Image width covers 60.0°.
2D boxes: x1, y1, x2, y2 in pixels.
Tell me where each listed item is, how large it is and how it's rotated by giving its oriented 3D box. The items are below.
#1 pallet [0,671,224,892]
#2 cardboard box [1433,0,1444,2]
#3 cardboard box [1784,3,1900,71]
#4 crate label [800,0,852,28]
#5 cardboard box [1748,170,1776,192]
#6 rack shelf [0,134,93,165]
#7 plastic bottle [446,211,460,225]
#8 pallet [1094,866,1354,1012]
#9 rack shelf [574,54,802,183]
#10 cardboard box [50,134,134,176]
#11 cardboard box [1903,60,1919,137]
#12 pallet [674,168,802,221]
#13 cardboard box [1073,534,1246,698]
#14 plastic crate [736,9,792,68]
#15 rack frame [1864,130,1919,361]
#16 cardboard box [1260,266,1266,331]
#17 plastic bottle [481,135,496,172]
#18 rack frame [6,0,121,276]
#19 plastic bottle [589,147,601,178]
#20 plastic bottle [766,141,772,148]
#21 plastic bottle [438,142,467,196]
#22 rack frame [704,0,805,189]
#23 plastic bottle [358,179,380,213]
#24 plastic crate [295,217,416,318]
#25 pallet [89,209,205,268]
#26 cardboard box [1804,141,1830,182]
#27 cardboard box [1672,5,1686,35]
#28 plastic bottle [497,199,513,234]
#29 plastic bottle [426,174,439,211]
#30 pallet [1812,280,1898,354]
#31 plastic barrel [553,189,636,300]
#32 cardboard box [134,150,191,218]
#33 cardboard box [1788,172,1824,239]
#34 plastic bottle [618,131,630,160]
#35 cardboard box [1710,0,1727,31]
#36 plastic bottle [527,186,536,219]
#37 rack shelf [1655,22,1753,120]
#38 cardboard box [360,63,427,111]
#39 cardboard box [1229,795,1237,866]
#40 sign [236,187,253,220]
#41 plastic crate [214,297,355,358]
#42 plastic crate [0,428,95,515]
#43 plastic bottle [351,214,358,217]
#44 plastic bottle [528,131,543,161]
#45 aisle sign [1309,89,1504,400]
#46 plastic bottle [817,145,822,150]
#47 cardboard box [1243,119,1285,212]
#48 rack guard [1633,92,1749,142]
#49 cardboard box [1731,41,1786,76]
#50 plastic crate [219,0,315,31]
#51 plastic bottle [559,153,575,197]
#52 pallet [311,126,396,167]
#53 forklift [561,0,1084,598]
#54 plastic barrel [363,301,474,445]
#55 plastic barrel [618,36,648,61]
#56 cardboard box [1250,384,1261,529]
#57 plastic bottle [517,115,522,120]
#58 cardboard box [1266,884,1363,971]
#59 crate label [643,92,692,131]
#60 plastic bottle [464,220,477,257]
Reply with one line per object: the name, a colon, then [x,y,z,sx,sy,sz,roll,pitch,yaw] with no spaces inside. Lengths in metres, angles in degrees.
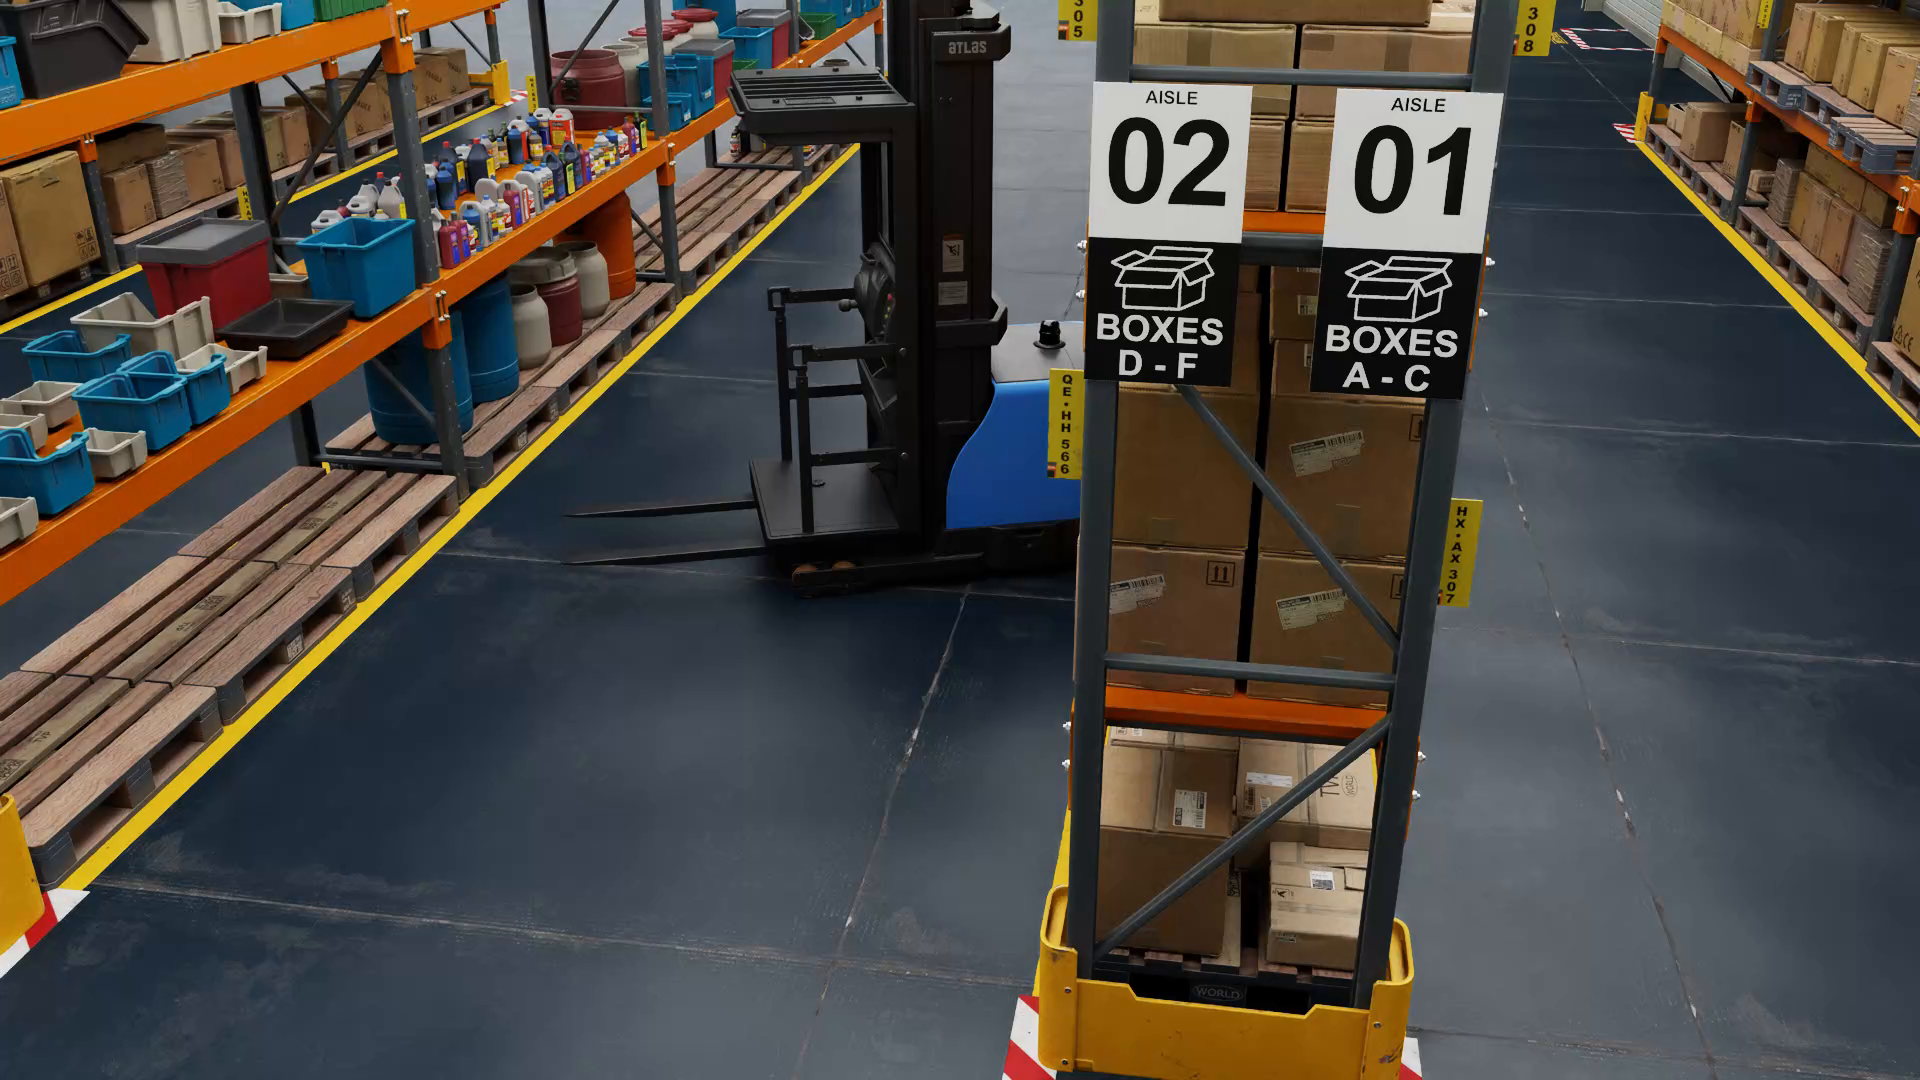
pallet: [-3.871,0.968,6.934,1.003,0.211,1.213,4,25,9]
cardboard box: [1.075,-1.884,4.902,0.700,0.500,0.500,4,25,9]
cardboard box: [7.574,-4.320,14.303,0.700,0.500,0.500,4,25,9]
crate label: [-1.463,-5.872,18.216,0.502,0.435,0.616,4,25,9]
cardboard box: [7.749,-3.427,15.857,0.380,0.166,0.250,1,25,2]
rack shelf: [-7.950,-2.480,11.858,1.077,0.370,4.000,4,25,9]
plastic bottle: [-3.005,-1.857,9.914,0.097,0.201,0.097,0,25,0]
pallet: [0.984,1.289,6.247,1.003,0.211,1.213,4,25,9]
rack shelf: [-2.409,-3.810,14.699,1.077,0.370,4.000,4,25,9]
cardboard box: [-7.543,-3.331,14.374,0.500,0.250,0.500,5,26,11]
cardboard box: [7.104,-3.054,11.600,0.700,0.500,0.500,1,25,2]
pallet: [-2.173,-3.378,16.217,1.003,0.211,1.213,4,25,9]
cardboard box: [0.647,0.140,5.294,0.500,0.500,0.500,5,26,10]
plastic crate: [-1.860,-4.777,15.842,0.402,0.464,0.583,4,25,9]
rack frame: [7.038,-2.613,11.293,1.000,3.000,0.127,4,25,9]
cardboard box: [1.505,-1.125,6.817,0.500,0.500,0.500,4,25,9]
plastic bottle: [-3.307,-2.690,11.610,0.097,0.271,0.097,0,25,0]
rack frame: [-7.623,-3.642,13.493,1.000,3.000,0.127,4,25,9]
plastic bottle: [-2.552,-2.622,11.549,0.097,0.201,0.097,0,25,0]
plastic bottle: [-2.080,-4.307,17.608,0.152,0.276,0.135,4,25,9]
plastic bottle: [-3.383,-2.472,11.050,0.144,0.351,0.185,4,25,9]
rack frame: [-2.083,-4.972,16.334,1.000,3.000,0.127,4,25,9]
plastic bottle: [-3.563,-2.011,10.066,0.144,0.351,0.185,4,25,9]
plastic crate: [-3.130,-1.427,8.709,0.392,0.384,0.575,4,25,9]
pallet: [-7.493,-2.706,14.782,1.003,0.211,1.213,4,25,9]
cardboard box: [7.519,-3.199,14.091,0.500,0.250,0.500,3,25,7]
cardboard box: [7.881,-5.499,17.614,0.500,0.250,0.500,3,25,7]
plastic bottle: [-2.801,-1.984,10.185,0.097,0.201,0.097,0,25,0]
plastic bottle: [-3.354,-2.174,10.508,0.097,0.271,0.097,0,25,0]
pallet: [7.167,-1.676,12.582,1.003,0.211,1.213,4,25,9]
plastic barrel: [-2.799,-2.300,12.691,0.600,0.830,0.708,4,25,9]
cardboard box: [-7.455,-3.224,15.029,0.700,0.500,0.500,2,25,4]
cardboard box: [7.552,-2.824,14.175,0.700,0.500,0.500,4,25,7]
plastic bottle: [-2.456,-2.867,12.071,0.097,0.201,0.097,0,25,0]
cardboard box: [7.632,-5.204,16.099,0.500,0.500,0.500,3,25,7]
plastic bottle: [-2.741,-2.137,10.512,0.097,0.201,0.097,0,25,0]
rack shelf: [8.018,-4.796,16.807,1.077,0.370,4.000,4,25,9]
cardboard box: [-6.619,-5.273,19.431,0.500,0.500,0.500,6,26,13]
cardboard box: [0.843,1.068,6.253,0.380,0.166,0.250,4,25,9]
sign: [-3.932,-1.790,9.210,0.100,0.325,0.005,4,25,9]
plastic crate: [-3.308,-1.042,8.191,0.437,0.125,0.590,4,25,9]
plastic crate: [-3.571,-0.260,6.394,0.416,0.233,0.300,4,25,9]
plastic bottle: [-3.571,-1.825,9.846,0.097,0.201,0.097,0,25,0]
plastic bottle: [-3.075,-2.856,12.048,0.097,0.201,0.097,0,25,0]
aisle sign: [1.121,-0.737,4.219,0.394,0.787,0.004,4,25,9]
plastic bottle: [-1.541,-4.280,17.462,0.144,0.351,0.185,5,25,10]
cardboard box: [0.666,-1.132,4.769,0.500,0.250,0.500,4,25,9]
rack guard: [8.333,-4.795,18.903,1.175,0.500,0.348,4,25,9]
cardboard box: [7.470,-4.446,15.363,0.500,0.250,0.500,4,25,9]
plastic crate: [-3.224,-2.506,7.724,0.416,0.233,0.300,4,25,9]
plastic bottle: [-2.620,-2.436,11.054,0.061,0.283,0.133,4,25,9]
pallet: [-6.894,-4.335,18.263,1.003,0.211,1.213,4,25,9]
forklift: [-0.616,-1.274,8.514,3.031,2.935,1.130,-5,26,-11]
plastic barrel: [-3.284,-1.092,10.025,0.600,0.901,0.708,4,25,9]
plastic barrel: [-2.710,-3.971,14.063,0.421,0.512,0.421,0,25,0]
cardboard box: [1.339,-0.247,6.121,0.500,0.500,0.500,4,25,8]
plastic bottle: [-3.225,-2.953,12.159,0.061,0.283,0.133,4,25,9]
cardboard box: [1.250,1.332,5.709,0.380,0.149,0.250,4,25,9]
crate label: [-2.298,-3.373,13.116,0.303,0.233,0.416,4,25,9]
plastic bottle: [-2.887,-1.765,9.717,0.097,0.201,0.097,0,25,0]
